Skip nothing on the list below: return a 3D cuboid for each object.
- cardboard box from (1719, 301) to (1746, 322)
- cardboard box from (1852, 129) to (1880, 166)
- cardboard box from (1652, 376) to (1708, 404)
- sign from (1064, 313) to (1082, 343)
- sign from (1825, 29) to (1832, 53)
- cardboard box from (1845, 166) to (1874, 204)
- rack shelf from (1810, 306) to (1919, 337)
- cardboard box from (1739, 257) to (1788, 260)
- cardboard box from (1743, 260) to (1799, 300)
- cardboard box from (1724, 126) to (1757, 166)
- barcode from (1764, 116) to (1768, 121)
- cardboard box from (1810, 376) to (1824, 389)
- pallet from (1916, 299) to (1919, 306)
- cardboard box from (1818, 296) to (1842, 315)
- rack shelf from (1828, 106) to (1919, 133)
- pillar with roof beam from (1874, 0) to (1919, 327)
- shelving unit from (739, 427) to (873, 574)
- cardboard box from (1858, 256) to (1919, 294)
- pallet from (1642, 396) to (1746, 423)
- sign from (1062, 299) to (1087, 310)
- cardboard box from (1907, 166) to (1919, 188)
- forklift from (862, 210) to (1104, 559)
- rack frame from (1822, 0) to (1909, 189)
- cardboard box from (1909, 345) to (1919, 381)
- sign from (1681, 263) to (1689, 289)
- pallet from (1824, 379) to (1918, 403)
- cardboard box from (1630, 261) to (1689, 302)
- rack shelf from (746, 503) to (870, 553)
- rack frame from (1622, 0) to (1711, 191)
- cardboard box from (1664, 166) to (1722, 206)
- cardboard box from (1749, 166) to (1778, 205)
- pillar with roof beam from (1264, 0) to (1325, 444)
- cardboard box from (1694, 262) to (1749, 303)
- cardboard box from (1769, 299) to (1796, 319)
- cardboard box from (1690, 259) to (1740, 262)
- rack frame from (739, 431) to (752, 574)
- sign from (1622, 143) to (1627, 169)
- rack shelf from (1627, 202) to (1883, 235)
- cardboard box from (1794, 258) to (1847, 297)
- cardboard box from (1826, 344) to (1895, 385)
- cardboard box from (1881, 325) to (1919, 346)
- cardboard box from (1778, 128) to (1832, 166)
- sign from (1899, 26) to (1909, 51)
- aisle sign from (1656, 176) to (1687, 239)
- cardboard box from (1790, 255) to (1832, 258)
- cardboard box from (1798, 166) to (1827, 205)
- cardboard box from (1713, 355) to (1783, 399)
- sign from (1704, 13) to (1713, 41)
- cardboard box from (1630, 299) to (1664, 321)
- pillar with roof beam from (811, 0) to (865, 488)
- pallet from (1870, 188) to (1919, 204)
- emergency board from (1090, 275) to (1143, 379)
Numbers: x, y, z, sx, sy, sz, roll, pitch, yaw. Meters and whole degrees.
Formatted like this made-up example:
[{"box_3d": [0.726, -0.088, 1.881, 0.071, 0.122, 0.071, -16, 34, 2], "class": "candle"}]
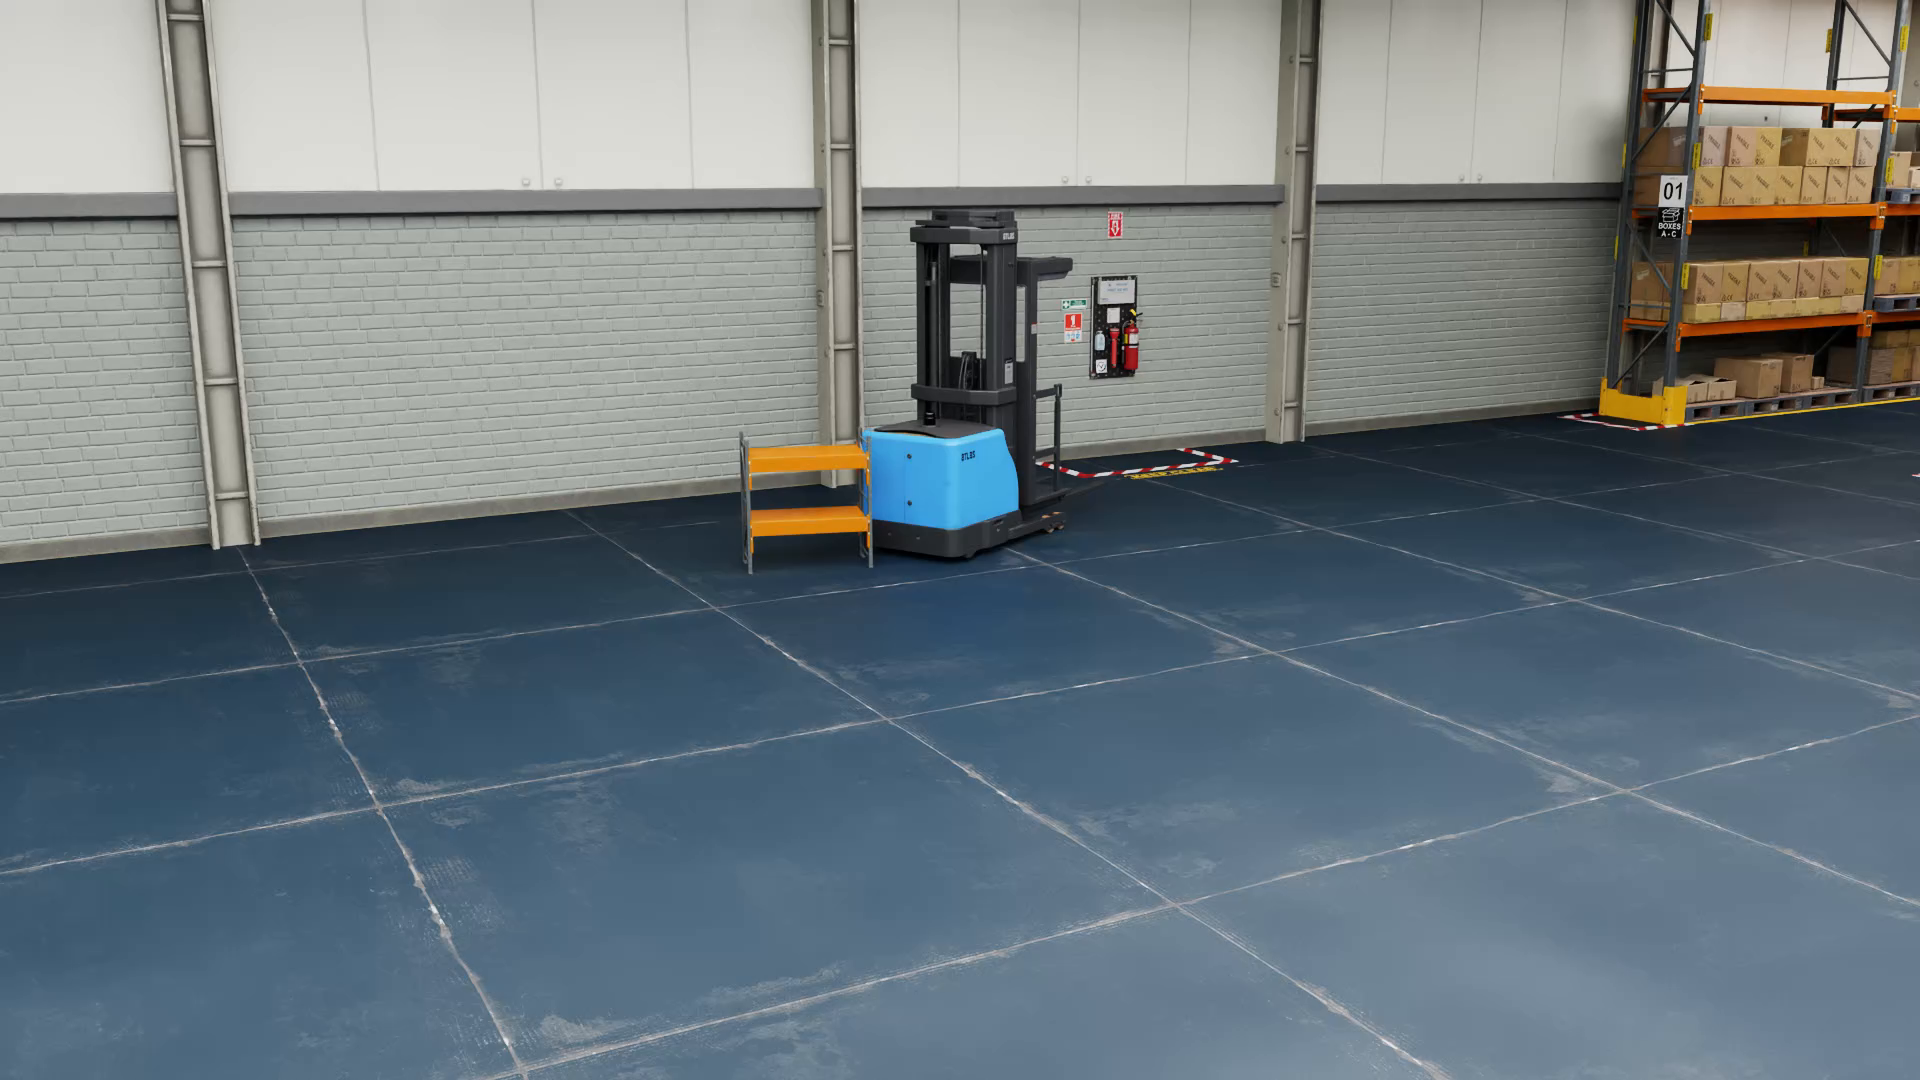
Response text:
[{"box_3d": [10.108, -3.068, 22.207, 0.500, 0.250, 0.500, -7, 15, -30], "class": "cardboard box"}, {"box_3d": [12.279, -5.410, 22.933, 0.500, 0.500, 0.500, -8, 15, -33], "class": "cardboard box"}, {"box_3d": [9.729, -2.042, 22.475, 0.500, 0.311, 0.500, -9, 15, -34], "class": "cardboard box"}, {"box_3d": [1.290, -2.420, 18.948, 0.234, 0.329, 0.001, -7, 14, -28], "class": "sign"}, {"box_3d": [12.318, -7.071, 23.545, 0.005, 0.325, 0.100, -7, 14, -28], "class": "sign"}, {"box_3d": [12.262, -4.926, 23.060, 0.500, 0.500, 0.500, -6, 14, -26], "class": "cardboard box"}, {"box_3d": [14.345, -3.364, 24.865, 4.000, 0.370, 1.077, -7, 14, -28], "class": "rack shelf"}, {"box_3d": [11.181, -3.693, 23.276, 0.500, 0.500, 0.500, -6, 14, -26], "class": "cardboard box"}, {"box_3d": [10.984, -3.539, 22.589, 0.500, 0.500, 0.500, -6, 14, -26], "class": "cardboard box"}, {"box_3d": [9.997, -5.131, 21.693, 0.500, 0.500, 0.500, -7, 14, -29], "class": "cardboard box"}, {"box_3d": [11.163, -5.832, 23.032, 0.075, 0.075, 0.001, -7, 14, -28], "class": "barcode"}, {"box_3d": [12.134, -2.275, 23.838, 0.250, 0.166, 0.380, -9, 16, -35], "class": "cardboard box"}, {"box_3d": [14.382, -3.616, 24.782, 1.213, 0.211, 1.003, -7, 14, -28], "class": "pallet"}, {"box_3d": [11.877, -3.282, 23.159, 0.500, 0.250, 0.500, -7, 14, -28], "class": "cardboard box"}, {"box_3d": [14.345, -6.096, 24.251, 4.000, 0.370, 1.077, -7, 14, -28], "class": "rack shelf"}, {"box_3d": [16.607, -6.053, 21.509, 0.400, 9.000, 9.100, -7, 14, -28], "class": "pillar with roof beam"}, {"box_3d": [-1.303, -0.343, 14.073, 1.048, 1.125, 0.538, -3, 13, -12], "class": "shelving unit"}, {"box_3d": [13.546, -3.873, 24.256, 0.500, 0.500, 0.700, -5, 14, -22], "class": "cardboard box"}, {"box_3d": [9.875, -1.810, 22.673, 1.213, 0.211, 1.003, -7, 14, -28], "class": "pallet"}, {"box_3d": [1.298, -2.677, 18.885, 0.331, 0.109, 0.001, -7, 14, -28], "class": "sign"}, {"box_3d": [13.648, -5.237, 23.961, 0.500, 0.311, 0.500, -6, 14, -26], "class": "cardboard box"}, {"box_3d": [0.341, -1.545, 15.299, 1.130, 2.935, 3.031, 8, 15, 32], "class": "forklift"}, {"box_3d": [12.589, -6.432, 23.193, 0.127, 3.000, 1.000, -7, 14, -28], "class": "rack frame"}, {"box_3d": [14.124, -2.691, 24.924, 0.500, 0.500, 0.700, -7, 14, -27], "class": "cardboard box"}, {"box_3d": [9.338, -3.402, 21.422, 0.005, 0.325, 0.100, -7, 14, -28], "class": "sign"}, {"box_3d": [13.272, -2.227, 24.523, 1.213, 0.211, 1.003, -7, 14, -28], "class": "pallet"}, {"box_3d": [9.390, -3.477, 22.316, 0.500, 0.500, 0.500, -7, 14, -28], "class": "cardboard box"}, {"box_3d": [-1.303, -0.105, 14.126, 1.000, 0.278, 0.538, -3, 13, -12], "class": "rack shelf"}, {"box_3d": [9.078, -6.011, 21.323, 0.127, 3.000, 1.000, -7, 14, -28], "class": "rack frame"}, {"box_3d": [9.492, -4.593, 21.581, 0.500, 0.500, 0.500, -6, 14, -26], "class": "cardboard box"}, {"box_3d": [10.434, -4.698, 22.048, 0.500, 0.500, 0.500, -6, 14, -25], "class": "cardboard box"}, {"box_3d": [6.075, -4.790, 15.900, 0.400, 9.000, 9.100, -7, 14, -28], "class": "pillar with roof beam"}, {"box_3d": [10.080, -3.429, 22.102, 0.500, 0.500, 0.500, -7, 14, -28], "class": "cardboard box"}, {"box_3d": [11.002, -3.173, 22.674, 0.500, 0.250, 0.500, -7, 14, -27], "class": "cardboard box"}, {"box_3d": [10.288, -3.583, 22.788, 0.500, 0.500, 0.500, -7, 15, -29], "class": "cardboard box"}, {"box_3d": [-1.799, -0.319, 13.964, 0.032, 1.125, 0.500, -3, 13, -12], "class": "rack frame"}, {"box_3d": [8.830, -5.089, 22.040, 0.005, 0.325, 0.100, -7, 14, -28], "class": "sign"}, {"box_3d": [10.834, -4.407, 22.666, 4.000, 0.370, 1.077, -7, 14, -28], "class": "rack shelf"}, {"box_3d": [11.887, -3.644, 23.059, 0.500, 0.500, 0.500, -7, 14, -28], "class": "cardboard box"}, {"box_3d": [13.227, -2.581, 24.436, 0.500, 0.500, 0.700, -6, 14, -26], "class": "cardboard box"}, {"box_3d": [14.067, -3.049, 24.809, 0.500, 0.250, 0.500, -7, 15, -29], "class": "cardboard box"}, {"box_3d": [11.350, -5.293, 22.414, 0.500, 0.500, 0.500, -7, 15, -30], "class": "cardboard box"}, {"box_3d": [12.833, -6.820, 22.608, 0.005, 0.325, 0.100, -7, 14, -28], "class": "sign"}, {"box_3d": [9.159, -4.287, 21.406, 0.004, 0.787, 0.394, -7, 14, -28], "class": "aisle sign"}, {"box_3d": [12.077, -3.798, 23.743, 0.500, 0.500, 0.500, -7, 15, -29], "class": "cardboard box"}, {"box_3d": [11.346, -4.810, 22.544, 0.500, 0.500, 0.500, -7, 15, -30], "class": "cardboard box"}, {"box_3d": [10.897, -2.262, 23.021, 0.500, 0.500, 0.700, -8, 15, -31], "class": "cardboard box"}, {"box_3d": [9.338, -6.401, 20.747, 0.005, 0.325, 0.100, -7, 14, -28], "class": "sign"}, {"box_3d": [9.396, -3.107, 22.380, 0.500, 0.250, 0.500, -7, 14, -27], "class": "cardboard box"}, {"box_3d": [0.808, -4.159, 13.095, 0.400, 9.000, 9.100, -7, 14, -28], "class": "pillar with roof beam"}, {"box_3d": [13.182, -4.921, 23.740, 1.003, 0.211, 1.213, -7, 14, -28], "class": "pallet"}, {"box_3d": [1.824, -2.441, 19.122, 0.643, 1.169, 0.194, -7, 14, -28], "class": "emergency board"}]
